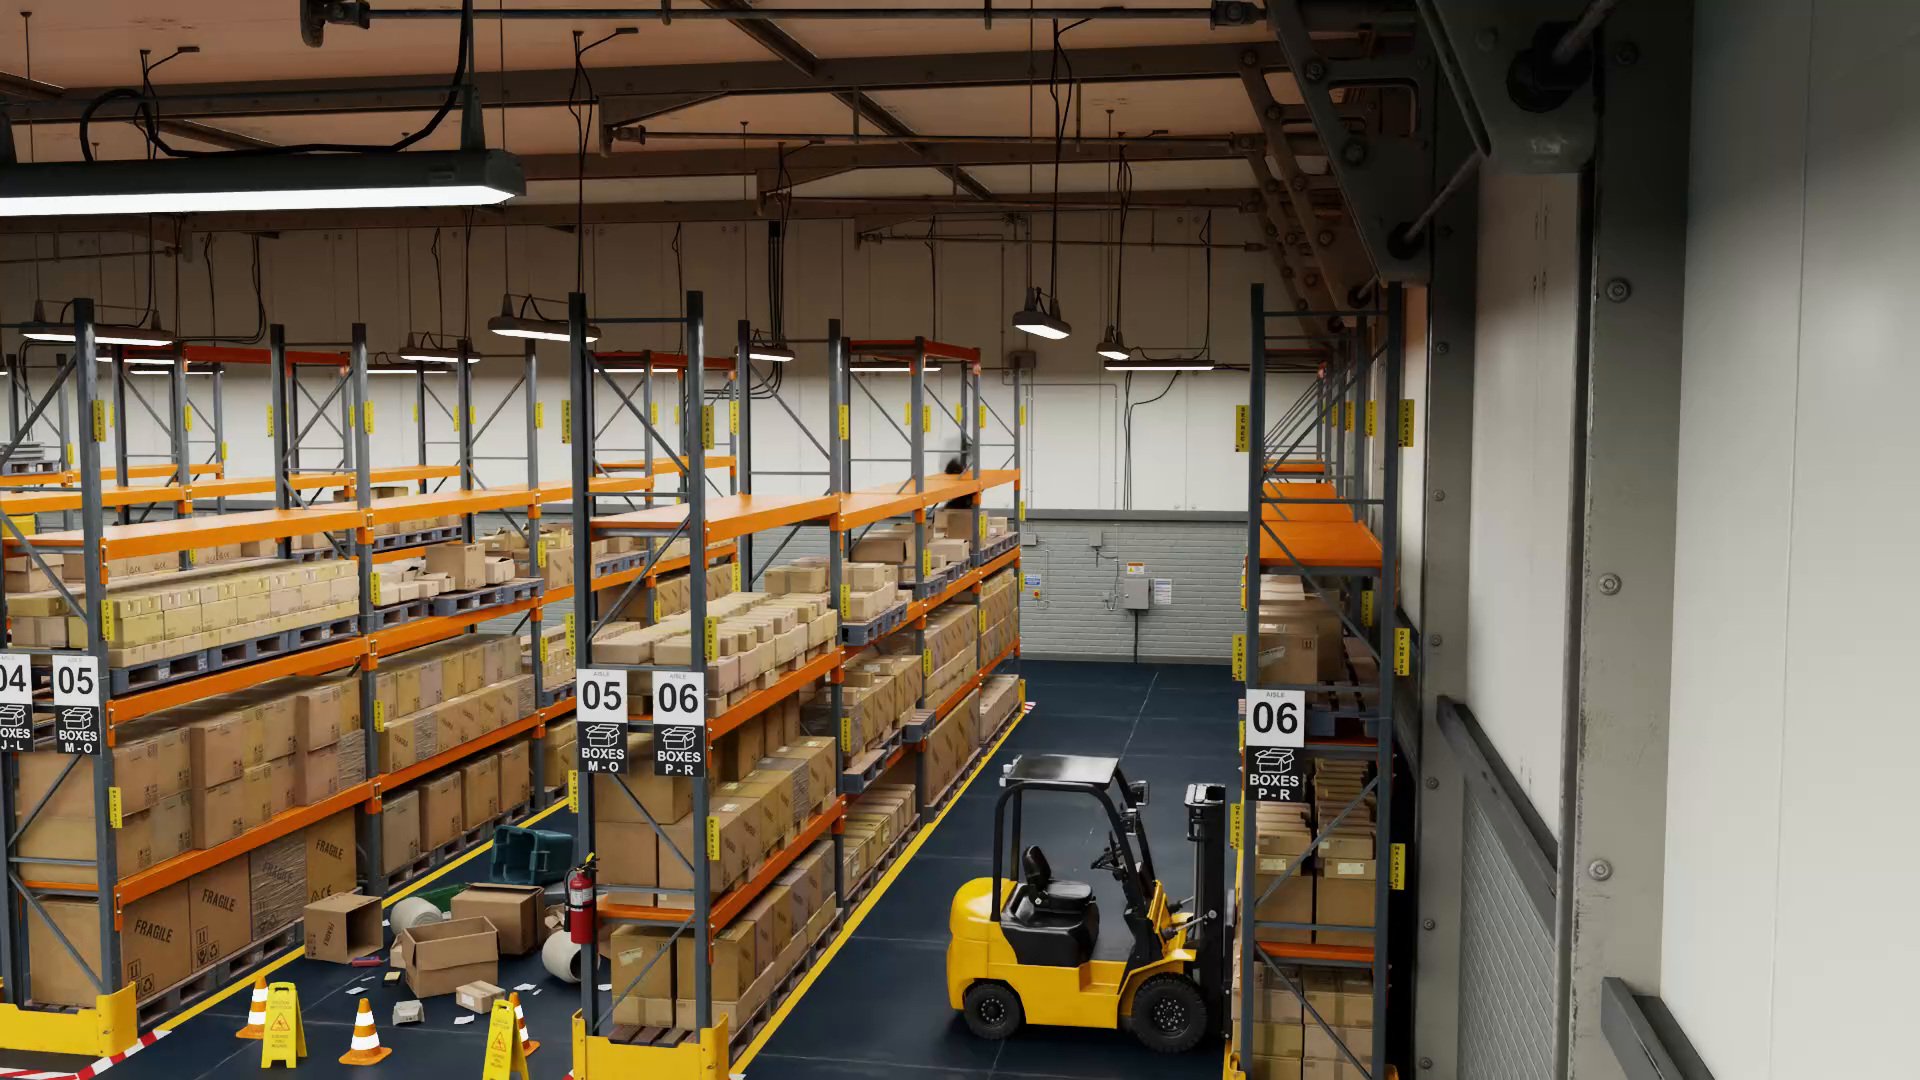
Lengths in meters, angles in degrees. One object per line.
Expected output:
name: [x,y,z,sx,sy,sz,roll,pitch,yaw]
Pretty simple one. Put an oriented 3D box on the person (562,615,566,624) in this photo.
person: [-6.487,2.097,27.706,0.597,1.757,0.861,1,5,13]
